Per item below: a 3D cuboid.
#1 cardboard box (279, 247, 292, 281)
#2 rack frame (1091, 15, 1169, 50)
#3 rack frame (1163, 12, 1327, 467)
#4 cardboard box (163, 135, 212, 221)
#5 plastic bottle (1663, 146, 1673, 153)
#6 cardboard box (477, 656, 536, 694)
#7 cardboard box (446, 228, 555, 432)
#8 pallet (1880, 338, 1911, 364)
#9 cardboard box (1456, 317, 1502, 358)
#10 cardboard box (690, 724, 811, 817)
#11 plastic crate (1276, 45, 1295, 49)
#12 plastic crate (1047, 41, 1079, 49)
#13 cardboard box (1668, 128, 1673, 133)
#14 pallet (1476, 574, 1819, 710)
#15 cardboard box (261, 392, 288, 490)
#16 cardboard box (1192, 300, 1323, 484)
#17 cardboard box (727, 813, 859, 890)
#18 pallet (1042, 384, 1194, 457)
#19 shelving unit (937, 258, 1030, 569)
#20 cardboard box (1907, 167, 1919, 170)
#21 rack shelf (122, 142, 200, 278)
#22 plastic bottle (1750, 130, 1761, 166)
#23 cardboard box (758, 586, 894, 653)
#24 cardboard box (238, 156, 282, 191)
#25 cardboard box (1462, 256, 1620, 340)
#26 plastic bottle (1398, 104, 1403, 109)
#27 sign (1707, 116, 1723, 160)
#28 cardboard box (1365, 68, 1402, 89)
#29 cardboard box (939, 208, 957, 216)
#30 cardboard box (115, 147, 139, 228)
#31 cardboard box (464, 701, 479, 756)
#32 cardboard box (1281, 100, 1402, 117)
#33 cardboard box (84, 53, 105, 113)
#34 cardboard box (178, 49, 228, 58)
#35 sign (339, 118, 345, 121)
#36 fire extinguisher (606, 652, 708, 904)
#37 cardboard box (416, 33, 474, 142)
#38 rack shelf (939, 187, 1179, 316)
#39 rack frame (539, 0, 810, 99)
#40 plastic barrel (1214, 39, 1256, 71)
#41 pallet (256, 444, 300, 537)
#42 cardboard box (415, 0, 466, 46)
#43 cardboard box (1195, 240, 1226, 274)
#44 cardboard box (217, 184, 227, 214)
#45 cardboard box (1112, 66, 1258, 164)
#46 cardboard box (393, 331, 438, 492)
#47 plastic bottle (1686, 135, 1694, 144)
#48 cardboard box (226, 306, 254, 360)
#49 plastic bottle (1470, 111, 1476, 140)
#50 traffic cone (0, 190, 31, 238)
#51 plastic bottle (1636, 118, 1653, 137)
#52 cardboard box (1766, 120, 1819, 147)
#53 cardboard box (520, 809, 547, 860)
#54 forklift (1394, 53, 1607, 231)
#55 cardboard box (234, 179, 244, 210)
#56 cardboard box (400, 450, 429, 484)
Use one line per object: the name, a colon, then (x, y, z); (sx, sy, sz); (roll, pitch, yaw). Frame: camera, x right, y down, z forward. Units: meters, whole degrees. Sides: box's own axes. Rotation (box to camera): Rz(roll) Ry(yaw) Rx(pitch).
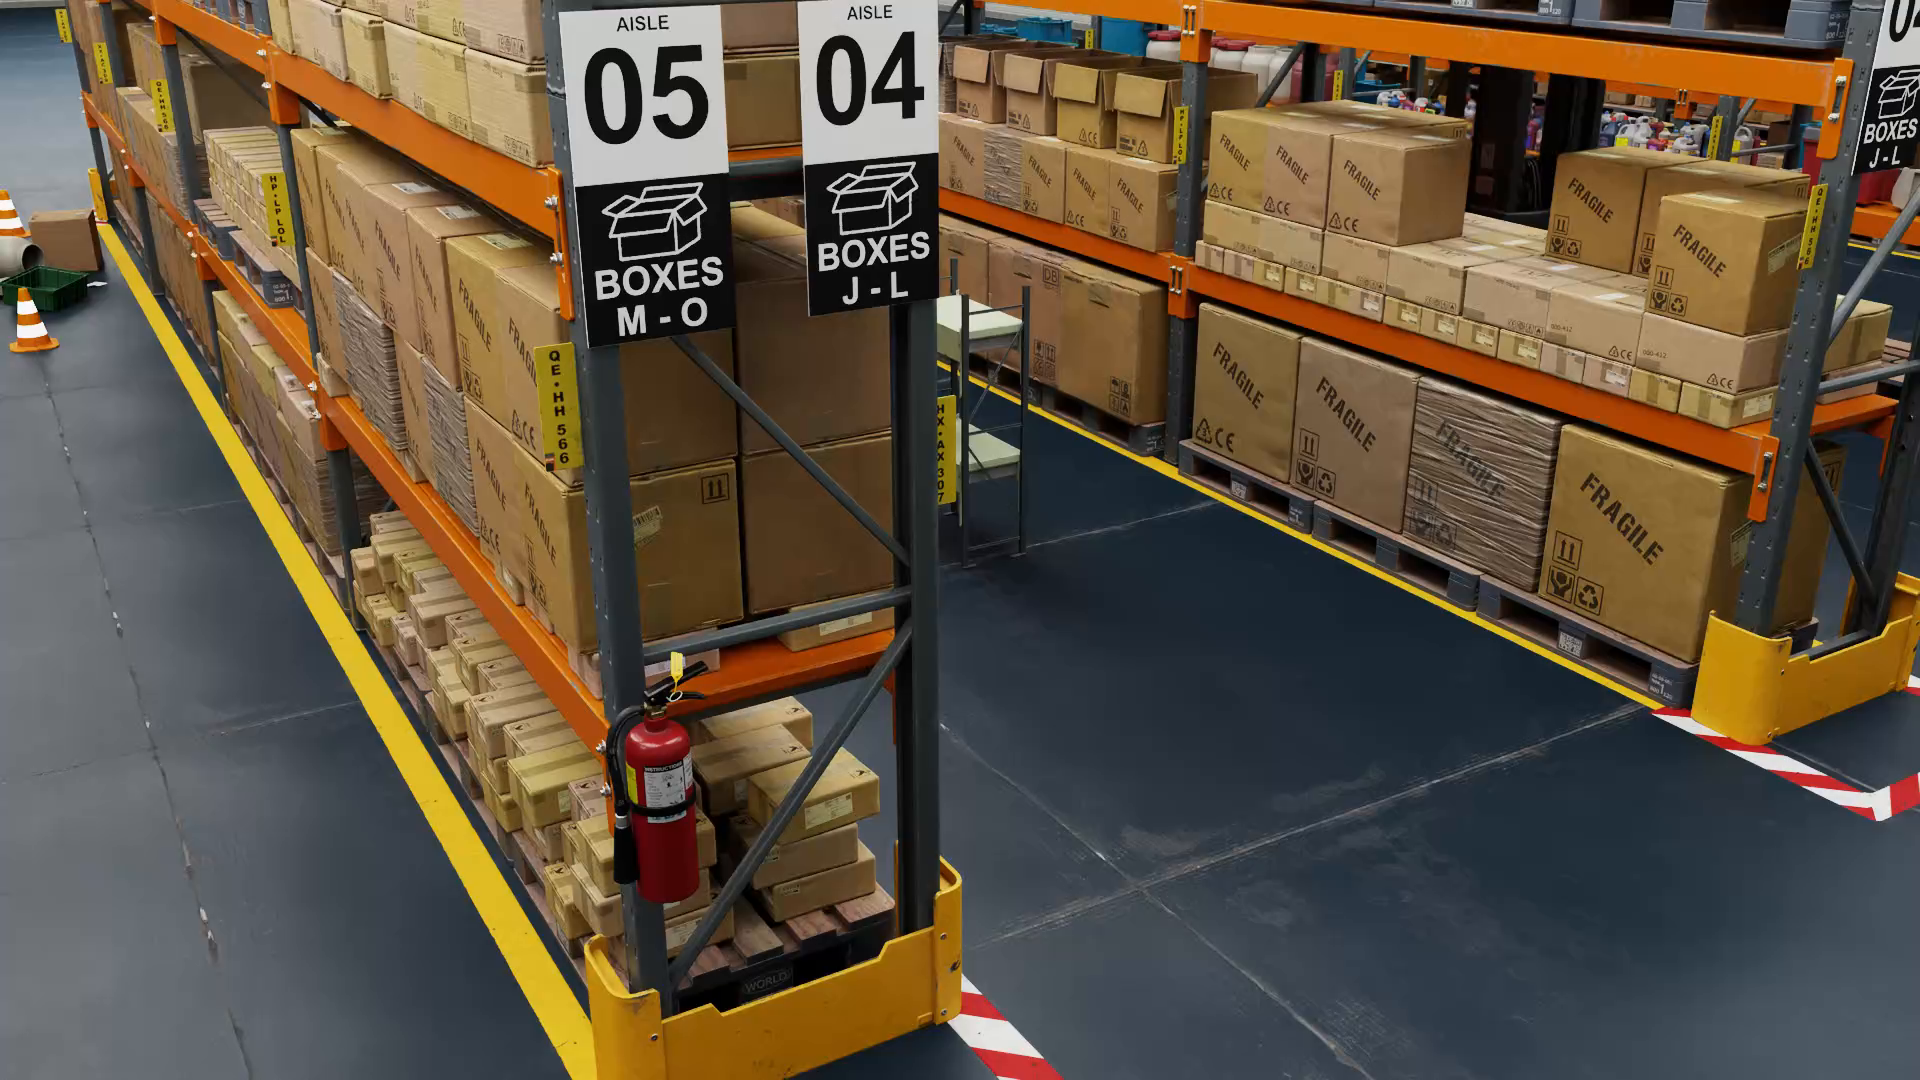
cardboard box: (-3.325, -1.460, 8.696); (0.380, 0.149, 0.250); (-14, 26, -31)
rack frame: (1.922, -5.509, 18.881); (1.000, 3.000, 0.127); (-13, 25, -28)
rack frame: (1.750, -1.966, 10.166); (1.000, 3.000, 0.127); (-13, 25, -28)
cardboard box: (-5.069, -2.480, 11.298); (0.500, 0.500, 0.500); (-13, 25, -28)
plastic bottle: (5.446, -2.925, 12.787); (0.097, 0.201, 0.097); (0, 22, 0)
cardboard box: (-1.633, 0.547, 6.421); (0.380, 0.149, 0.250); (-14, 26, -30)
cardboard box: (-1.228, -0.662, 5.101); (0.500, 0.500, 0.500); (-14, 26, -30)
pallet: (6.417, -1.397, 12.468); (1.003, 0.211, 1.213); (-13, 25, -28)
cardboard box: (2.673, -1.021, 8.174); (0.380, 0.149, 0.250); (-13, 25, -28)
cardboard box: (-0.742, 0.799, 5.800); (0.380, 0.149, 0.250); (-12, 25, -27)
plastic crate: (3.403, -4.826, 17.115); (0.402, 0.464, 0.583); (-13, 25, -28)
plastic crate: (1.123, -5.746, 19.662); (0.499, 0.251, 0.616); (-13, 25, -28)
cardboard box: (7.746, -4.468, 18.670); (0.500, 0.311, 0.500); (-12, 25, -27)
pallet: (3.318, 0.376, 8.105); (1.003, 0.211, 1.213); (-13, 25, -28)
cardboard box: (-3.680, -0.606, 9.580); (0.500, 0.500, 0.500); (-13, 26, -29)
cardboard box: (2.019, -0.948, 9.923); (0.875, 0.875, 0.875); (-13, 25, -28)
cardboard box: (-0.569, 1.019, 5.654); (0.380, 0.149, 0.250); (-11, 25, -26)
pallet: (1.291, -0.910, 11.270); (1.003, 0.211, 1.213); (-13, 25, -28)
shelving unit: (-0.003, -0.697, 9.034); (0.431, 1.500, 0.755); (-13, 25, -28)
cardboard box: (9.700, -3.454, 16.560); (0.500, 0.500, 0.500); (-12, 25, -28)
rack shelf: (-5.630, -2.654, 12.813); (1.077, 0.370, 4.000); (-13, 25, -28)
plastic bottle: (6.188, -3.066, 13.026); (0.061, 0.283, 0.133); (-13, 25, -28)
cardboard box: (-0.406, 0.198, 5.174); (0.380, 0.149, 0.250); (-13, 25, -29)
cardboard box: (-3.866, -2.082, 9.435); (0.380, 0.149, 0.250); (-12, 25, -27)
cardboard box: (2.799, -1.175, 8.022); (0.500, 0.250, 0.500); (-14, 26, -30)
plastic bottle: (3.994, -3.845, 15.052); (0.097, 0.201, 0.097); (0, 22, 0)
sign: (5.535, -2.942, 12.199); (0.100, 0.325, 0.005); (-13, 25, -28)
cardboard box: (5.512, -6.001, 22.189); (0.500, 0.500, 0.500); (-13, 25, -28)
cardboard box: (0.042, -2.244, 13.113); (1.225, 0.875, 0.875); (-14, 26, -31)
cardboard box: (-7.841, -3.649, 16.569); (0.875, 0.875, 0.875); (-13, 26, -29)
cardboard box: (-1.694, 0.703, 6.433); (0.380, 0.149, 0.250); (-11, 25, -26)
cardboard box: (2.215, -2.285, 9.757); (0.500, 0.500, 0.500); (-12, 25, -27)
cardboard box: (-7.989, -4.508, 16.221); (0.875, 0.550, 0.550); (-13, 25, -28)
cardboard box: (-5.089, -3.160, 11.642); (0.700, 0.500, 0.500); (-13, 25, -29)
sign: (-4.147, -2.947, 11.146); (0.100, 0.325, 0.005); (-13, 25, -28)
fire extinguisher: (-0.790, 0.629, 4.379); (0.296, 0.674, 0.183); (-13, 25, -28)
cardboard box: (-1.249, -1.331, 4.817); (0.500, 0.250, 0.500); (-13, 25, -28)
rack shelf: (0.729, -2.281, 11.894); (1.077, 0.370, 4.000); (-13, 25, -28)
rack frame: (-0.522, -2.530, 3.584); (1.000, 3.000, 0.127); (-13, 25, -28)
plastic barrel: (2.818, -4.842, 17.061); (0.433, 0.535, 0.433); (0, 22, 0)
pallet: (-3.591, -0.400, 10.016); (1.003, 0.211, 1.213); (-13, 25, -28)
cardboard box: (-1.238, -1.567, 4.736); (0.500, 0.250, 0.500); (-13, 26, -30)
cardboard box: (1.616, -1.690, 9.820); (0.380, 0.149, 0.250); (-13, 25, -28)
cardboard box: (-4.417, -2.148, 10.388); (0.380, 0.149, 0.250); (-11, 25, -26)
cardboard box: (1.417, -2.683, 10.463); (0.797, 0.503, 0.637); (-13, 26, -30)
cardboard box: (-1.745, -0.524, 6.089); (0.500, 0.500, 0.500); (-11, 25, -26)
plastic bottle: (5.815, -3.139, 13.314); (0.097, 0.201, 0.097); (0, 22, 0)
cardboard box: (-4.205, -1.290, 10.268); (0.500, 0.250, 0.500); (-13, 25, -29)
plastic bottle: (4.459, -3.575, 14.278); (0.061, 0.283, 0.133); (-13, 25, -28)
traffic cone: (-9.645, -3.309, 16.839); (0.336, 0.463, 0.334); (-13, 25, -28)
plastic bottle: (5.382, -3.159, 13.164); (0.144, 0.351, 0.185); (-13, 25, -28)
cardboard box: (8.937, -4.284, 17.606); (0.500, 0.250, 0.500); (-12, 25, -26)
cardboard box: (-1.387, 1.002, 6.090); (0.380, 0.149, 0.250); (-12, 25, -28)
forklift: (3.540, -2.502, 11.575); (1.130, 2.935, 3.031); (-13, 26, -30)
cardboard box: (-3.999, -2.025, 9.691); (0.380, 0.149, 0.250); (-13, 25, -28)
cardboard box: (-1.987, -0.357, 6.540); (0.380, 0.149, 0.250); (-11, 25, -26)
